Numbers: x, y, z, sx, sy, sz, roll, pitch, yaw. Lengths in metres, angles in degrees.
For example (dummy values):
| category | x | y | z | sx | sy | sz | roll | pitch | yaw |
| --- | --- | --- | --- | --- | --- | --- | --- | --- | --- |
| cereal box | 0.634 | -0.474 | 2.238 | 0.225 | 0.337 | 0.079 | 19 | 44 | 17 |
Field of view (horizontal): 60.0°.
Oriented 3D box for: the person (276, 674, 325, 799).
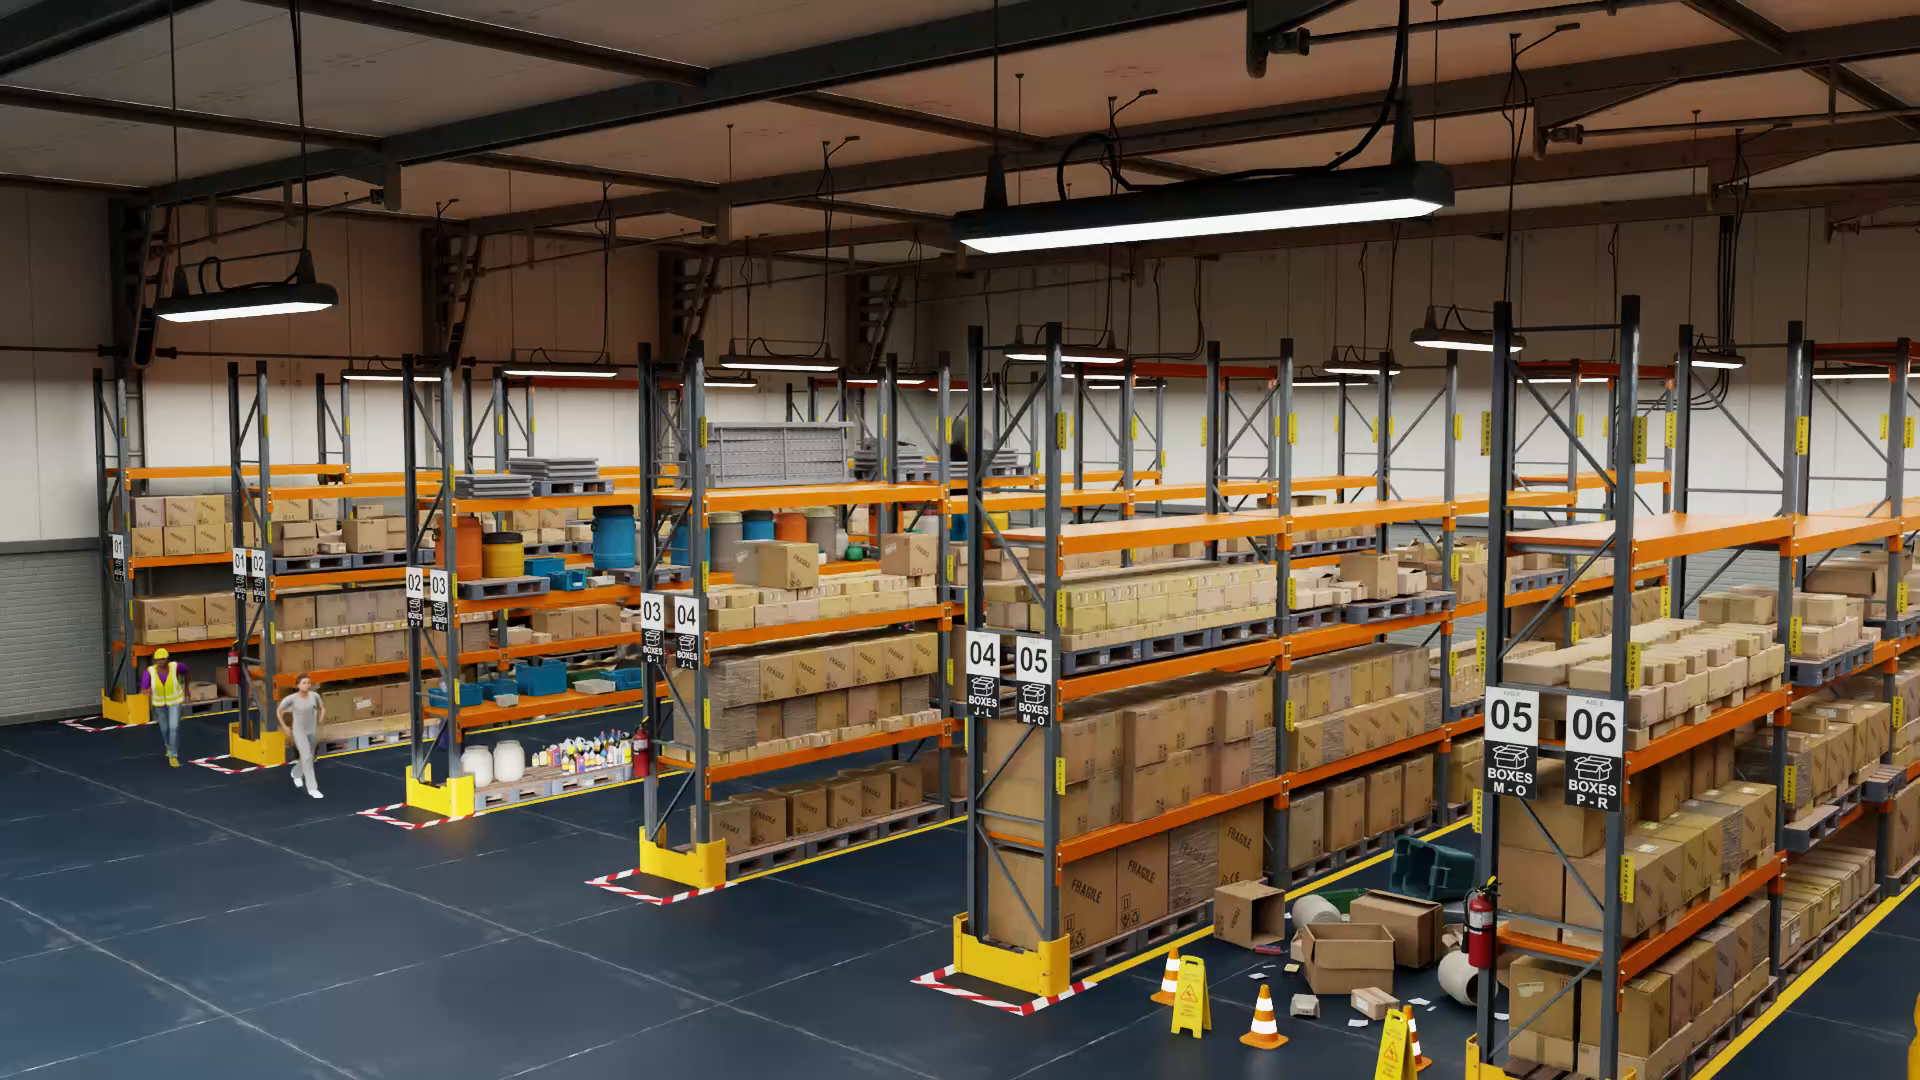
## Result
| category | x | y | z | sx | sy | sz | roll | pitch | yaw |
| --- | --- | --- | --- | --- | --- | --- | --- | --- | --- |
| person | -8.964 | 2.652 | 22.724 | 0.945 | 1.645 | 0.622 | 4 | 6 | 43 |

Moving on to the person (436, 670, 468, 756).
| category | x | y | z | sx | sy | sz | roll | pitch | yaw |
| --- | --- | --- | --- | --- | --- | --- | --- | --- | --- |
| person | -7.330 | 2.608 | 24.128 | 0.613 | 1.582 | 0.513 | 1 | 4 | 19 |

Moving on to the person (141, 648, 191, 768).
| category | x | y | z | sx | sy | sz | roll | pitch | yaw |
| --- | --- | --- | --- | --- | --- | --- | --- | --- | --- |
| person | -11.858 | 2.474 | 24.834 | 0.628 | 1.768 | 0.968 | -1 | 4 | -14 |

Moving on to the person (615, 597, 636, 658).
| category | x | y | z | sx | sy | sz | roll | pitch | yaw |
| --- | --- | --- | --- | --- | --- | --- | --- | --- | --- |
| person | -6.473 | 1.931 | 32.363 | 0.655 | 1.734 | 0.872 | 2 | 5 | 29 |
